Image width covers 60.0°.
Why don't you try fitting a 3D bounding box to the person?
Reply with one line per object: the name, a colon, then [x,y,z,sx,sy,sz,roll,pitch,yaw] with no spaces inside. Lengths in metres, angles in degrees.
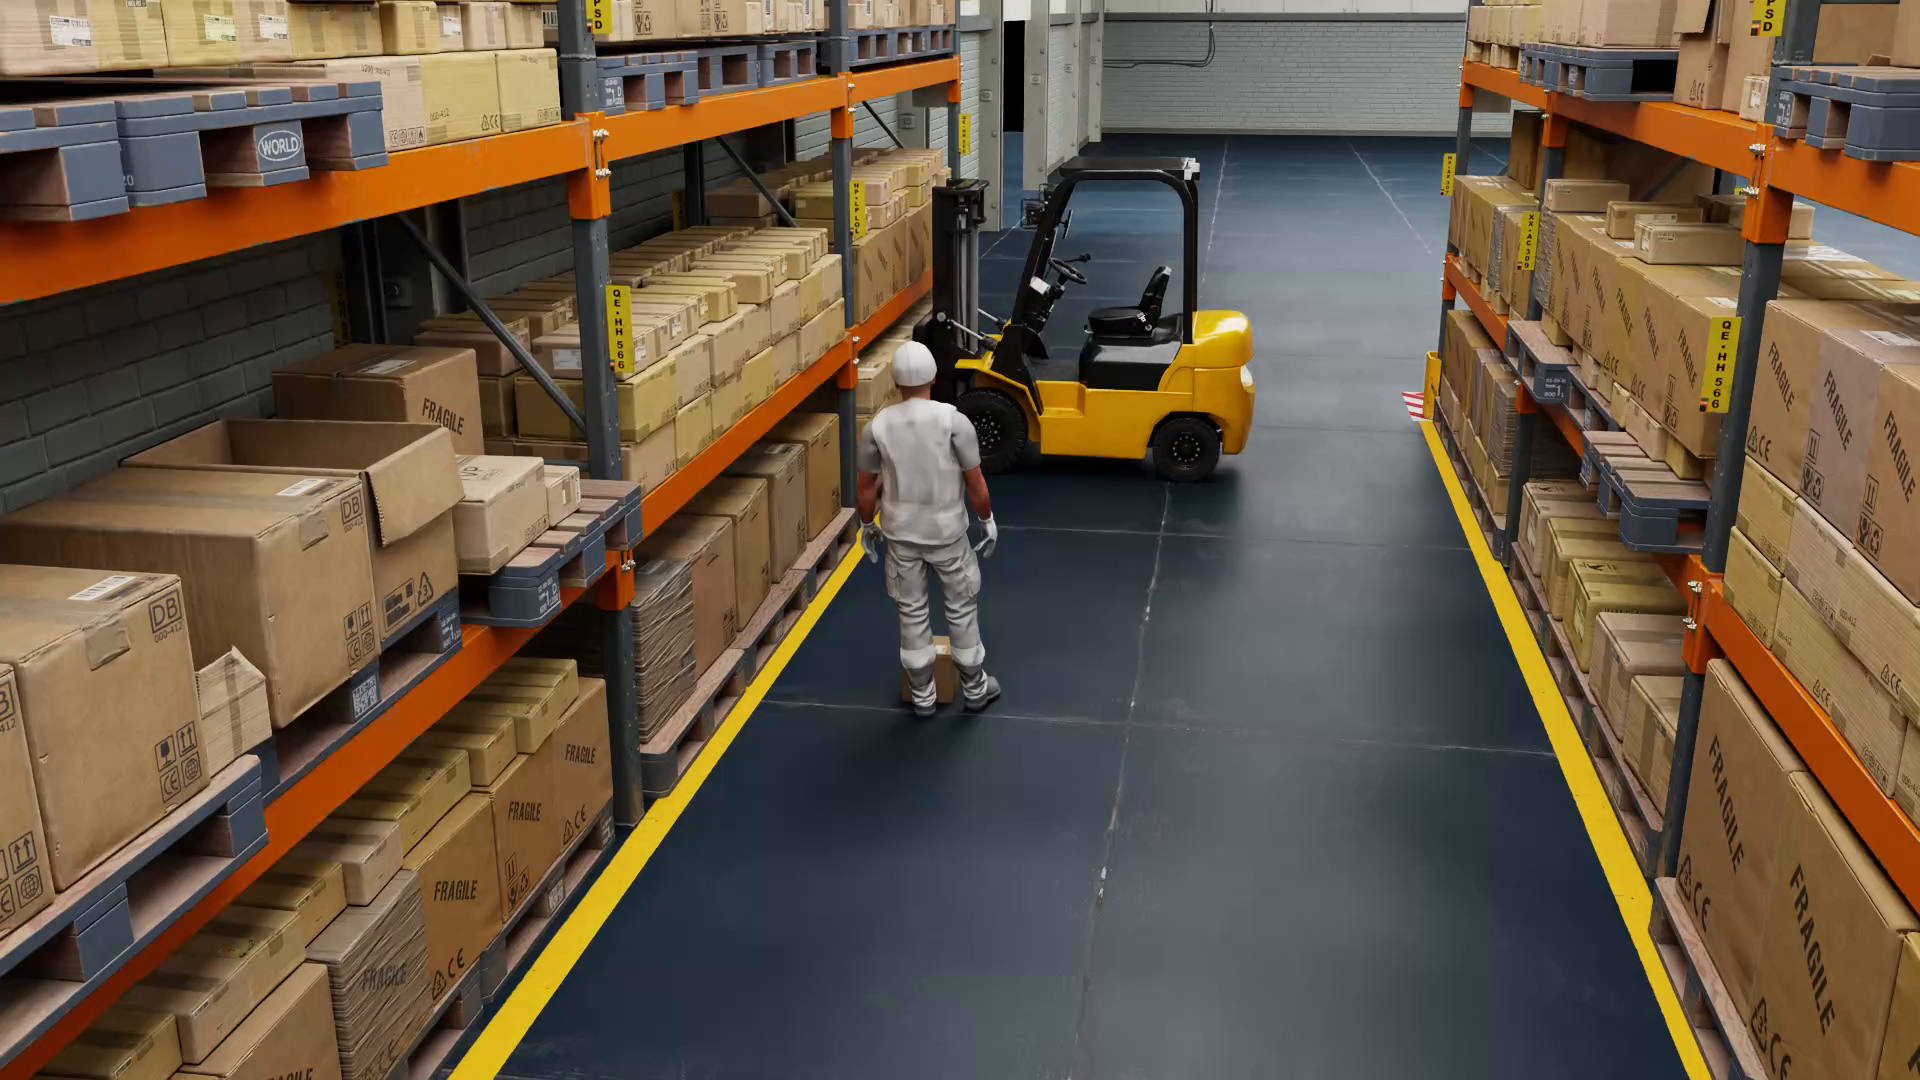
person: [-0.139,-0.056,7.657,0.637,1.787,0.564,3,18,9]
